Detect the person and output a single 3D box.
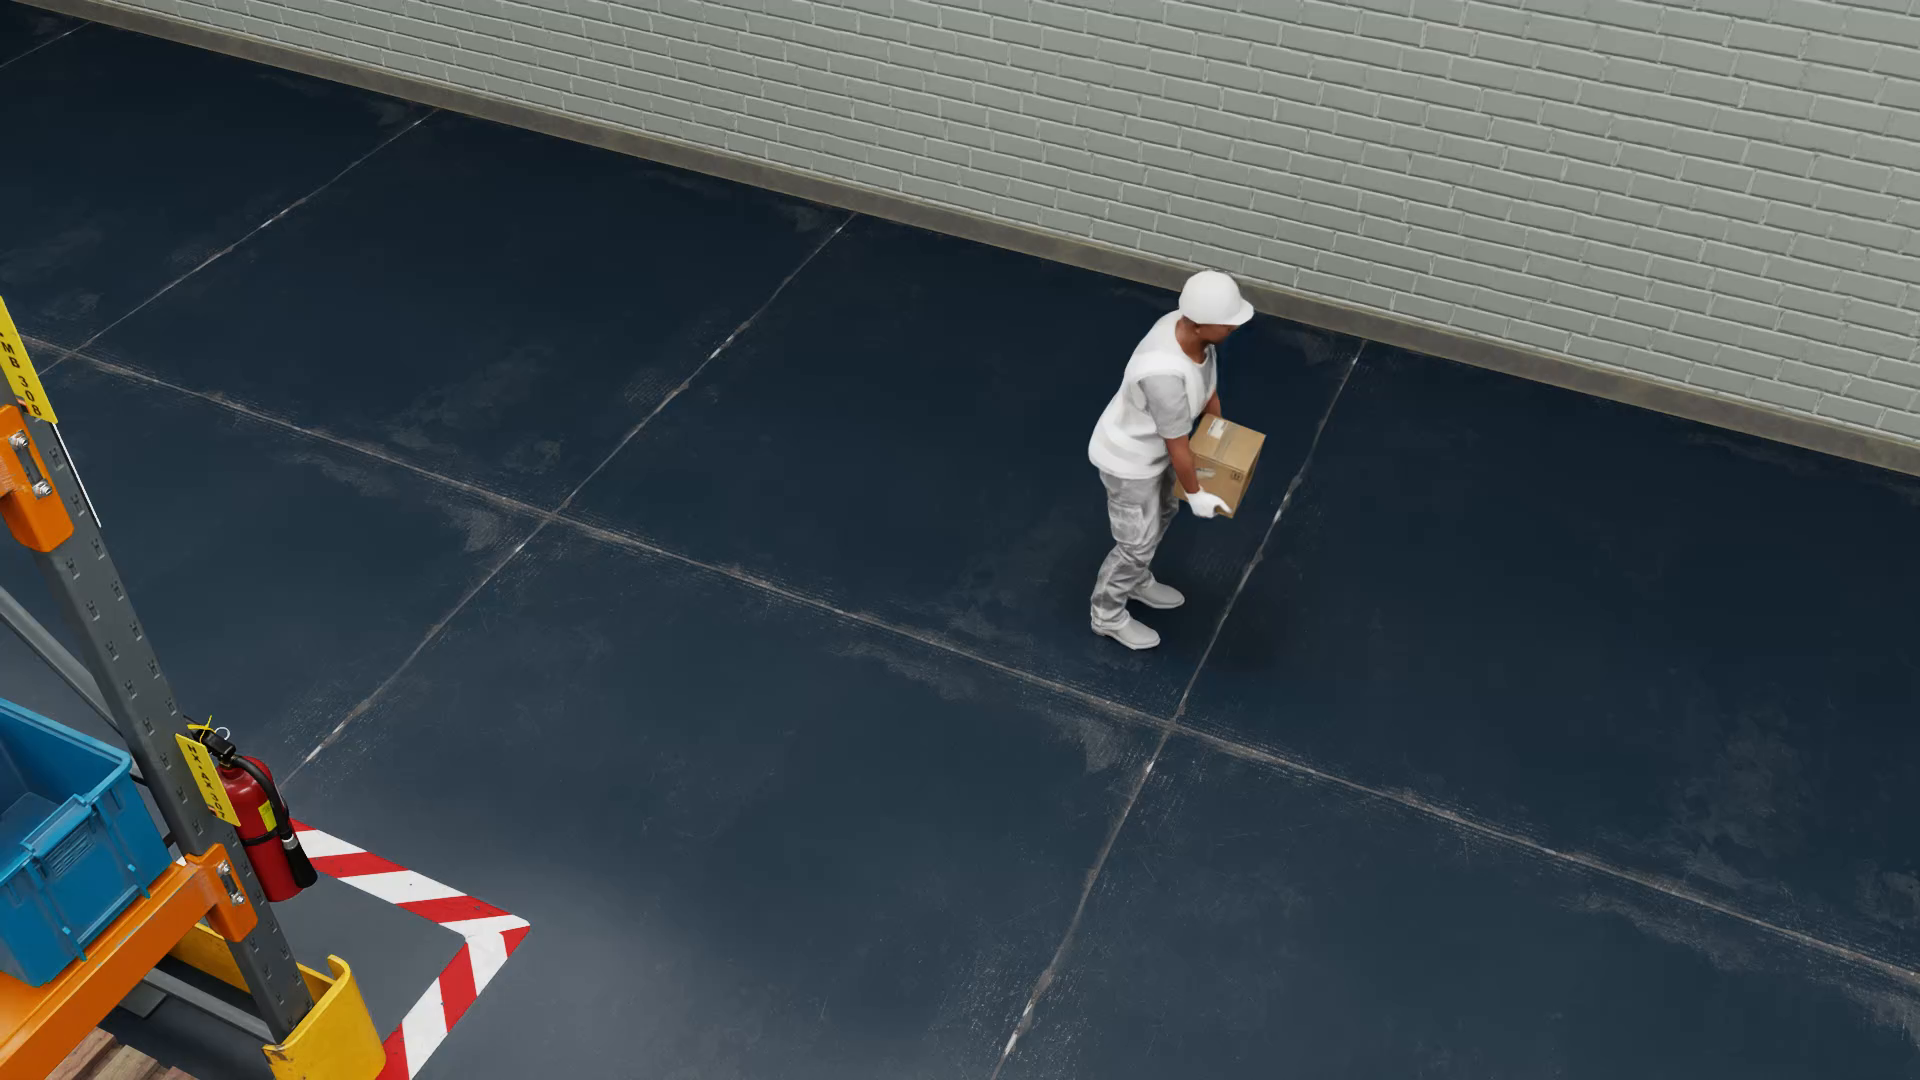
[{"bbox_3d":[0.823,-0.317,6.529,0.610,1.744,0.488,17,44,18],"label":"person"}]
